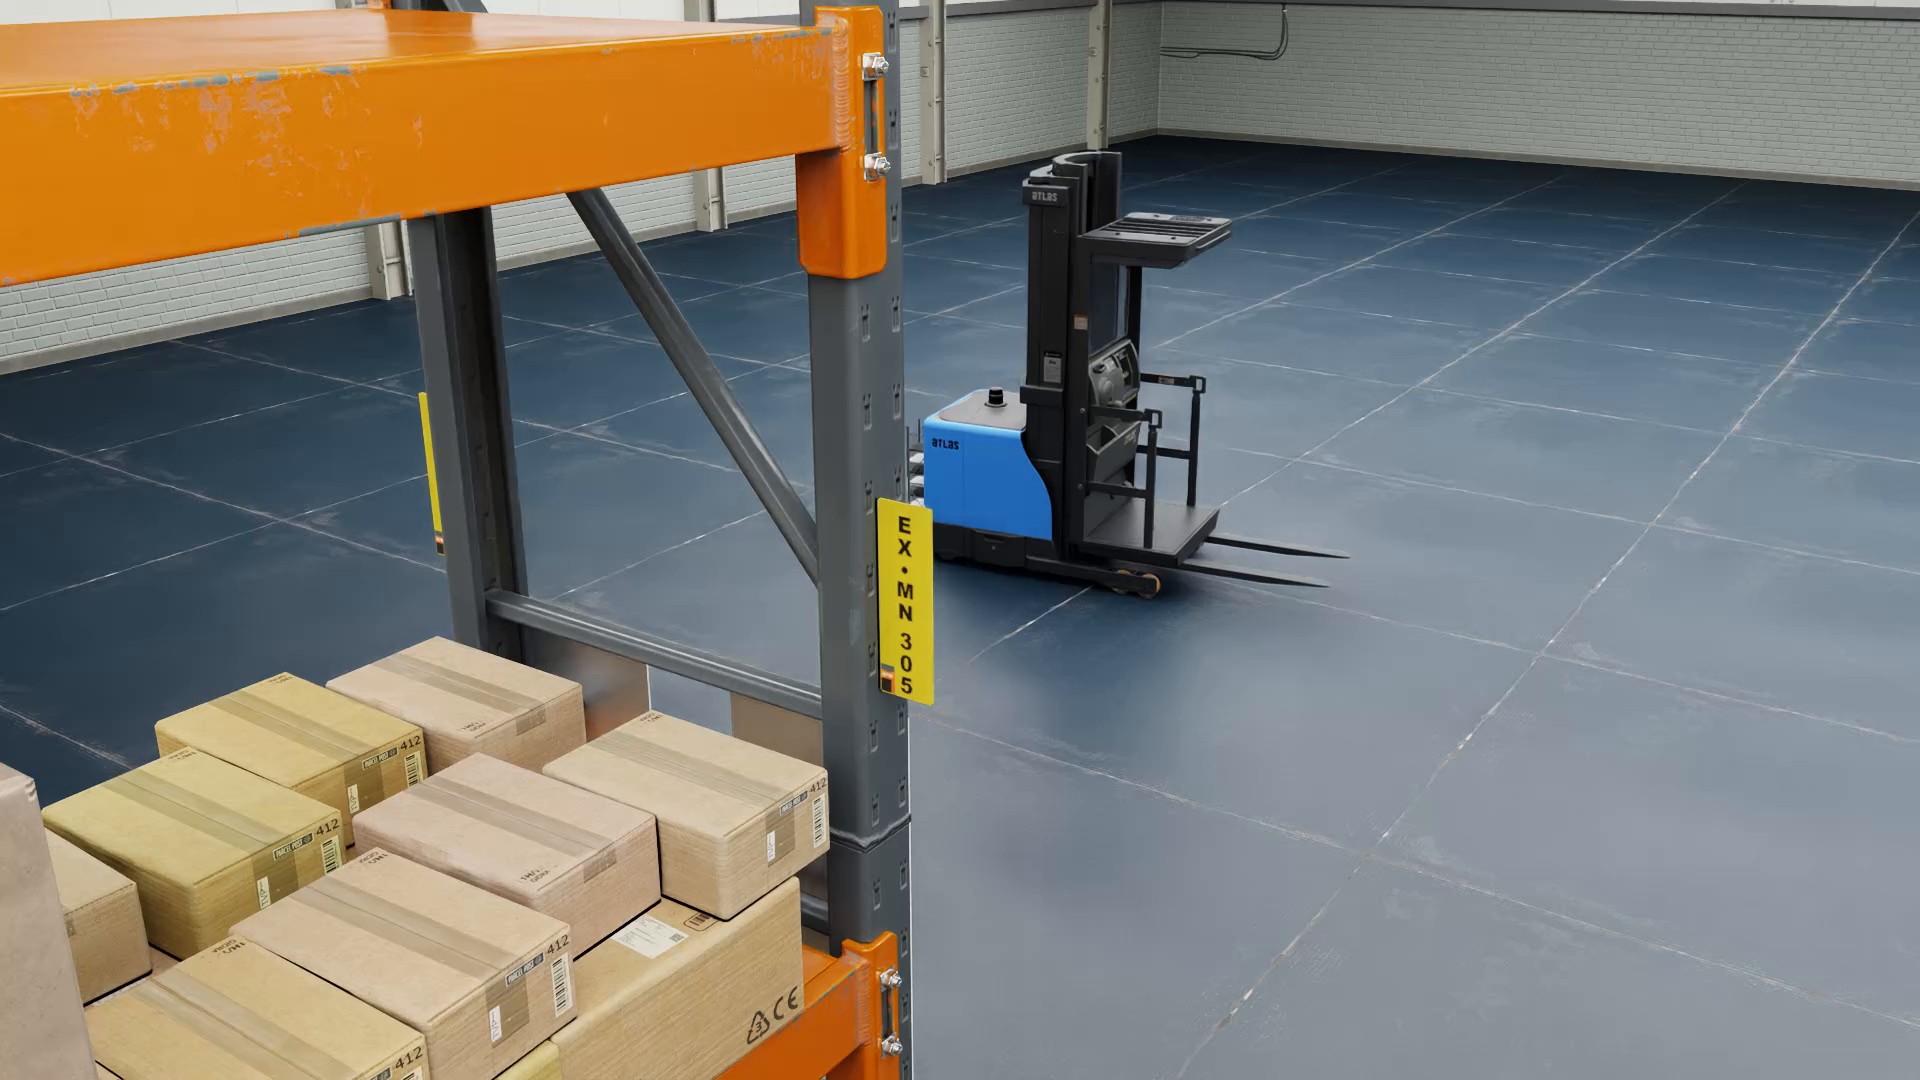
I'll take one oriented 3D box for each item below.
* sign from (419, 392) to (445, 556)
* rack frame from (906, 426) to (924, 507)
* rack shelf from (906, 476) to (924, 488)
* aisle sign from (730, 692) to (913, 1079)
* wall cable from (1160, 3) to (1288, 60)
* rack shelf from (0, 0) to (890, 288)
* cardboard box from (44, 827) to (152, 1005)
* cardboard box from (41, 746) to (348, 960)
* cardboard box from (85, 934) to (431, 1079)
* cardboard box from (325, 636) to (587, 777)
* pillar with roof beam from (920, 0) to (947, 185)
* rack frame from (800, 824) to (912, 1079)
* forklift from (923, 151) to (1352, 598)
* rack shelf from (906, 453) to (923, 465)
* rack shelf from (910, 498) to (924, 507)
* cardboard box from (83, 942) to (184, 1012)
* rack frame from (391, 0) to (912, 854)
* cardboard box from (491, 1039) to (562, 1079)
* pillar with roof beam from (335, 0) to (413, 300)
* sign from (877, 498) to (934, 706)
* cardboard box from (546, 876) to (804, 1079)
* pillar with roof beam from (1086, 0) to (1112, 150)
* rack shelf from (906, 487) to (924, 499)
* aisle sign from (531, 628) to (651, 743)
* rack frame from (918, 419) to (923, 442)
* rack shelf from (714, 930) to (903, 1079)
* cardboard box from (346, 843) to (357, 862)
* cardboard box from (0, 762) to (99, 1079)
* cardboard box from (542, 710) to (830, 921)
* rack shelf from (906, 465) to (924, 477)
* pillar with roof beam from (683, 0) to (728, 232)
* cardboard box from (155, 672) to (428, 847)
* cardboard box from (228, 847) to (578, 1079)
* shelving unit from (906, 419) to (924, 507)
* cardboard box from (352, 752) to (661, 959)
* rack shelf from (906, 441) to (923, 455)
[{"bbox_3d":[-0.980,-0.117,3.174,0.100,0.325,0.005,13,24,32],"label":"sign"},{"bbox_3d":[-0.292,-0.418,12.599,0.240,0.900,0.006,9,22,22],"label":"rack frame"},{"bbox_3d":[-0.251,-0.419,12.697,0.258,0.077,0.200,9,22,22],"label":"rack shelf"},{"bbox_3d":[-0.249,0.627,2.999,0.394,0.787,0.004,13,24,32],"label":"aisle sign"},{"bbox_3d":[5.642,-11.622,35.690,3.097,2.526,0.112,13,24,32],"label":"wall cable"},{"bbox_3d":[-1.656,-0.095,1.093,1.077,0.370,4.000,13,24,32],"label":"rack shelf"},{"bbox_3d":[-1.355,0.532,2.320,0.380,0.149,0.250,14,25,34],"label":"cardboard box"},{"bbox_3d":[-1.143,0.468,2.494,0.380,0.149,0.250,13,24,31],"label":"cardboard box"},{"bbox_3d":[-0.857,0.651,1.999,0.380,0.149,0.250,13,24,32],"label":"cardboard box"},{"bbox_3d":[-0.878,0.316,2.905,0.380,0.149,0.250,13,24,31],"label":"cardboard box"},{"bbox_3d":[3.080,-9.930,26.640,9.100,9.000,0.400,13,24,32],"label":"pillar with roof beam"},{"bbox_3d":[-0.532,1.806,3.560,1.000,3.000,0.127,13,24,32],"label":"rack frame"},{"bbox_3d":[1.277,-1.178,11.724,3.031,2.935,1.130,9,22,23],"label":"forklift"},{"bbox_3d":[-0.251,-0.588,12.635,0.258,0.077,0.200,9,22,22],"label":"rack shelf"},{"bbox_3d":[-0.251,-0.250,12.760,0.258,0.077,0.200,9,22,22],"label":"rack shelf"},{"bbox_3d":[-1.301,0.706,2.425,0.500,0.250,0.500,13,24,31],"label":"cardboard box"},{"bbox_3d":[-0.532,-1.008,2.519,1.000,3.000,0.127,13,24,32],"label":"rack frame"},{"bbox_3d":[-0.871,0.801,2.169,0.500,0.250,0.500,13,24,32],"label":"cardboard box"},{"bbox_3d":[-3.665,-6.487,17.332,9.100,9.000,0.400,13,24,32],"label":"pillar with roof beam"},{"bbox_3d":[-0.084,0.097,2.578,0.100,0.325,0.005,13,24,32],"label":"sign"},{"bbox_3d":[-0.592,0.657,2.558,0.500,0.250,0.500,14,24,33],"label":"cardboard box"},{"bbox_3d":[6.453,-11.652,31.294,9.100,9.000,0.400,13,24,32],"label":"pillar with roof beam"},{"bbox_3d":[-0.251,-0.335,12.729,0.258,0.077,0.200,9,22,22],"label":"rack shelf"},{"bbox_3d":[-0.745,0.510,3.315,0.394,0.787,0.004,13,24,32],"label":"aisle sign"},{"bbox_3d":[-0.210,-0.483,12.773,0.240,0.900,0.006,9,22,22],"label":"rack frame"},{"bbox_3d":[-1.656,1.310,1.613,1.077,0.370,4.000,13,24,32],"label":"rack shelf"},{"bbox_3d":[-1.016,0.557,2.828,0.500,0.250,0.500,14,25,33],"label":"cardboard box"},{"bbox_3d":[-1.194,0.472,1.548,0.500,0.500,0.500,13,24,32],"label":"cardboard box"},{"bbox_3d":[-0.430,0.423,2.616,0.380,0.149,0.250,13,24,32],"label":"cardboard box"},{"bbox_3d":[-0.251,-0.504,12.666,0.258,0.077,0.200,9,22,22],"label":"rack shelf"},{"bbox_3d":[-0.293,-8.209,21.986,9.100,9.000,0.400,13,24,32],"label":"pillar with roof beam"},{"bbox_3d":[-1.103,0.372,2.755,0.380,0.149,0.250,14,24,33],"label":"cardboard box"},{"bbox_3d":[-0.736,0.574,2.206,0.380,0.149,0.250,12,23,30],"label":"cardboard box"},{"bbox_3d":[-0.251,-0.451,12.686,0.258,0.900,0.210,9,22,22],"label":"shelving unit"},{"bbox_3d":[-0.673,0.474,2.476,0.380,0.149,0.250,12,24,30],"label":"cardboard box"},{"bbox_3d":[-0.251,-0.672,12.604,0.258,0.077,0.200,9,22,22],"label":"rack shelf"}]
